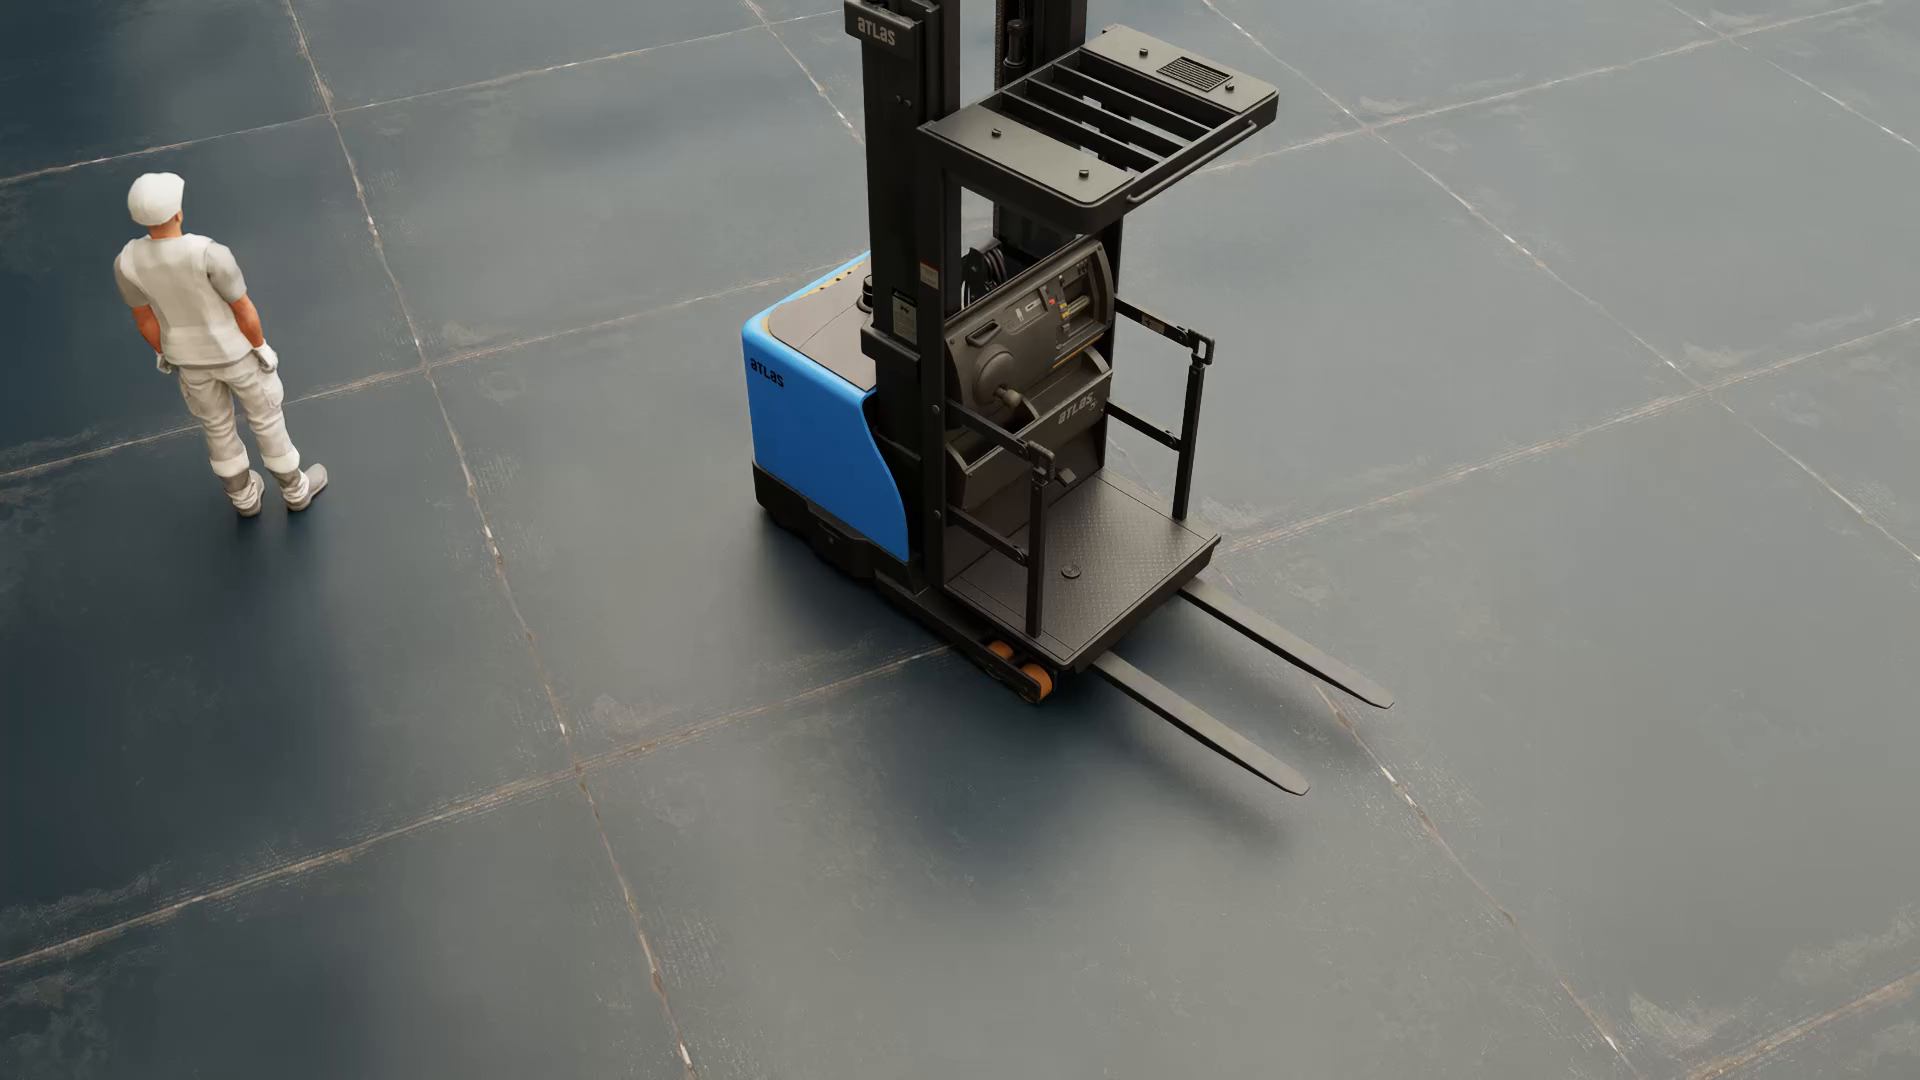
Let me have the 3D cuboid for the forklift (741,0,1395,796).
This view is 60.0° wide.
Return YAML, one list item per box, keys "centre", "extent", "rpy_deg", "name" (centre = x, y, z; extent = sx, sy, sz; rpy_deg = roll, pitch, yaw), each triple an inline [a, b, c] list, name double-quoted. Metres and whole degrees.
- centre: [0.445, -0.788, 6.525]
  extent: [3.031, 2.935, 1.130]
  rpy_deg: [32, 52, 30]
  name: "forklift"

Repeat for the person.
- centre: [-3.331, -0.855, 7.433]
  extent: [0.525, 1.795, 0.368]
  rpy_deg: [-3, 43, -3]
  name: "person"
